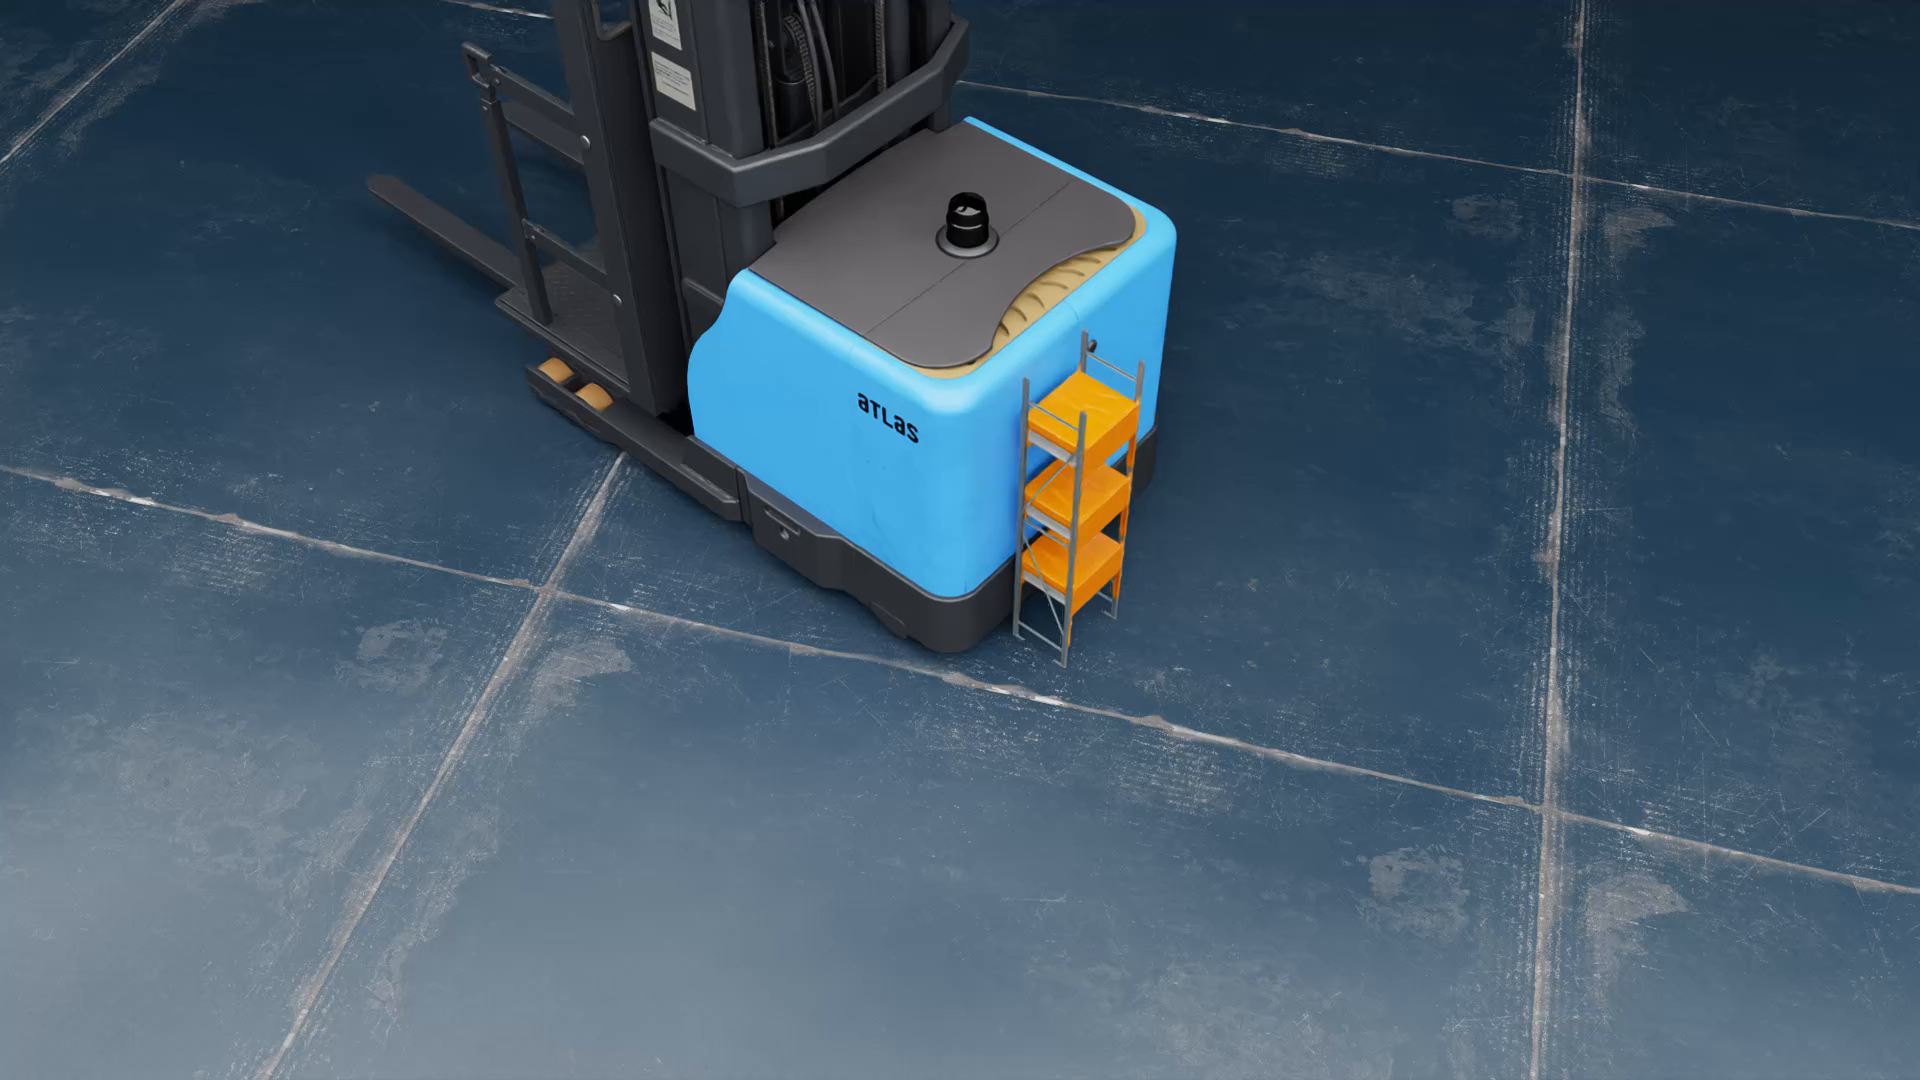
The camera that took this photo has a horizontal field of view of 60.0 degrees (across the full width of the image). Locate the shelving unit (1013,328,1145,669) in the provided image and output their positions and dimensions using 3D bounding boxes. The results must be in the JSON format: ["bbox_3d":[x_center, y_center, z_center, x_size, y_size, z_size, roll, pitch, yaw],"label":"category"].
[{"bbox_3d":[0.316,-0.085,4.625,0.215,1.050,0.252,33,56,25],"label":"shelving unit"}]

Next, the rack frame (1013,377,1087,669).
[{"bbox_3d":[0.237,-0.016,4.564,0.200,1.050,0.008,33,56,25],"label":"rack frame"}]

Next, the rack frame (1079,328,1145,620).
[{"bbox_3d":[0.396,-0.155,4.686,0.200,1.050,0.008,33,56,25],"label":"rack frame"}]

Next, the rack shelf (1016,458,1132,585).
[{"bbox_3d":[0.316,-0.078,4.633,0.215,0.259,0.240,33,56,25],"label":"rack shelf"}]

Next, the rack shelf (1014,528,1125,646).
[{"bbox_3d":[0.316,0.106,4.841,0.215,0.259,0.240,33,56,25],"label":"rack shelf"}]

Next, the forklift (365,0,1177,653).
[{"bbox_3d":[-0.827,-1.595,4.703,3.031,2.935,1.130,33,56,26],"label":"forklift"}]

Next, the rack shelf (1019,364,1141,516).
[{"bbox_3d":[0.316,-0.266,4.420,0.215,0.259,0.240,33,56,25],"label":"rack shelf"}]
